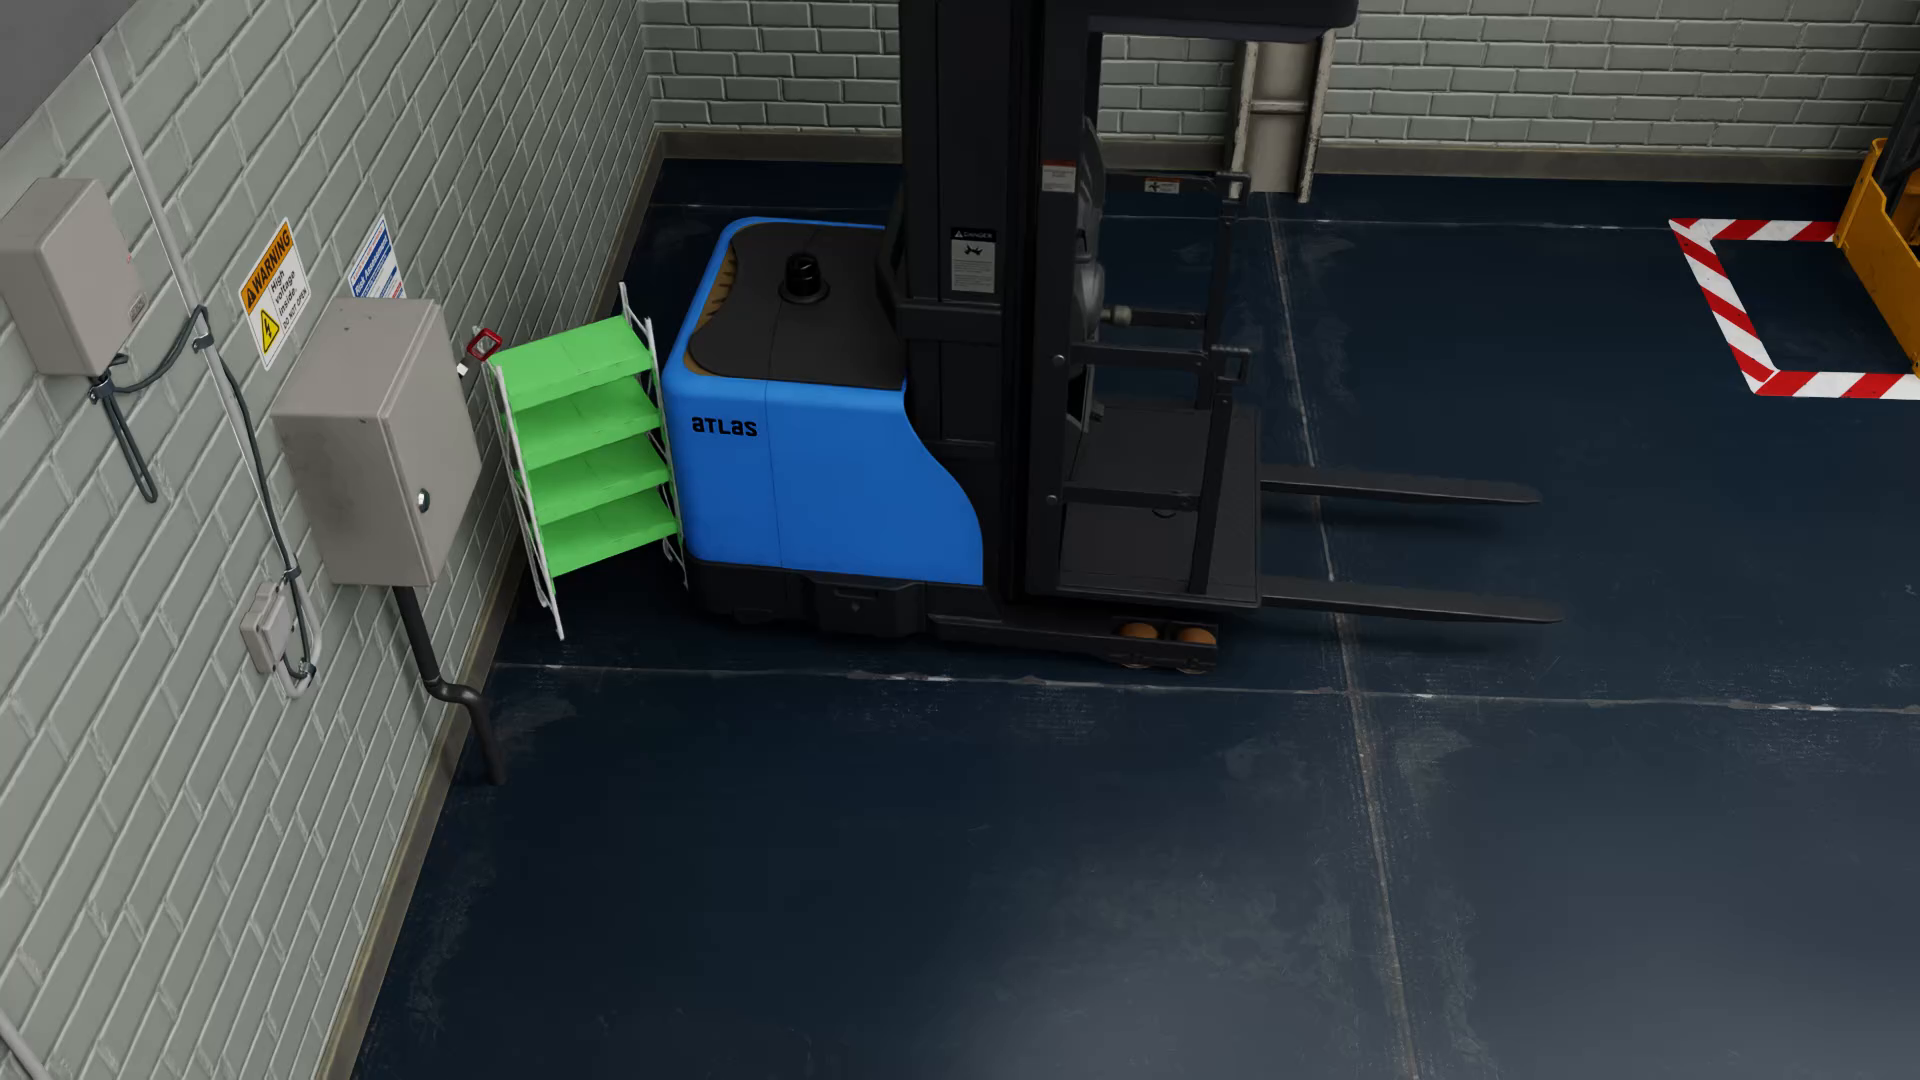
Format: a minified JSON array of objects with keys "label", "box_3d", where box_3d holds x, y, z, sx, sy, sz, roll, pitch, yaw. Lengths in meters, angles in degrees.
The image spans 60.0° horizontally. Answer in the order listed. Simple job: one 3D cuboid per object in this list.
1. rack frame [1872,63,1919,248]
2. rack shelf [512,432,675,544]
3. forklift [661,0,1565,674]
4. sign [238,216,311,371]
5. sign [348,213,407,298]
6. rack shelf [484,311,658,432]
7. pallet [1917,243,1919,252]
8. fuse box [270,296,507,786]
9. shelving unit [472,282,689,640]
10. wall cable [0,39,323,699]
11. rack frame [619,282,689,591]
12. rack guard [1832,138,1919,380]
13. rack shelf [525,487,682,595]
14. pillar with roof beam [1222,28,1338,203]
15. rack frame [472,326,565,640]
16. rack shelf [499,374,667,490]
[{"label":"rack frame","box_3d":[4.139,-2.134,6.340,0.127,3.000,1.000,2,43,2]},{"label":"rack shelf","box_3d":[-1.251,-0.195,5.673,0.480,0.148,0.258,-21,47,-21]},{"label":"forklift","box_3d":[0.590,-0.996,5.168,3.031,2.935,1.130,5,43,5]},{"label":"sign","box_3d":[-1.684,-0.608,4.096,0.001,0.242,0.339,2,43,2]},{"label":"sign","box_3d":[-1.659,-0.645,4.811,0.001,0.494,0.329,2,43,2]},{"label":"rack shelf","box_3d":[-1.251,-0.546,5.346,0.480,0.148,0.258,-21,47,-21]},{"label":"pallet","box_3d":[5.011,-1.087,7.263,1.213,0.211,1.003,2,43,2]},{"label":"fuse box","box_3d":[-1.475,0.134,4.850,0.414,1.711,0.539,2,43,2]},{"label":"shelving unit","box_3d":[-1.251,-0.242,5.629,0.503,1.200,0.258,-21,47,-21]},{"label":"wall cable","box_3d":[-1.663,-0.249,3.571,0.122,1.984,0.588,2,43,2]},{"label":"rack frame","box_3d":[-1.039,-0.324,5.718,0.015,1.200,0.240,-21,47,-21]},{"label":"rack guard","box_3d":[4.215,-1.217,7.190,0.348,0.500,1.175,2,43,2]},{"label":"rack shelf","box_3d":[-1.251,-0.019,5.836,0.480,0.148,0.258,-21,47,-21]},{"label":"pillar with roof beam","box_3d":[1.292,-2.094,1.896,0.400,9.000,9.100,2,43,2]},{"label":"rack frame","box_3d":[-1.463,-0.159,5.540,0.015,1.200,0.240,-21,47,-21]},{"label":"rack shelf","box_3d":[-1.251,-0.371,5.509,0.480,0.148,0.258,-21,47,-21]}]
